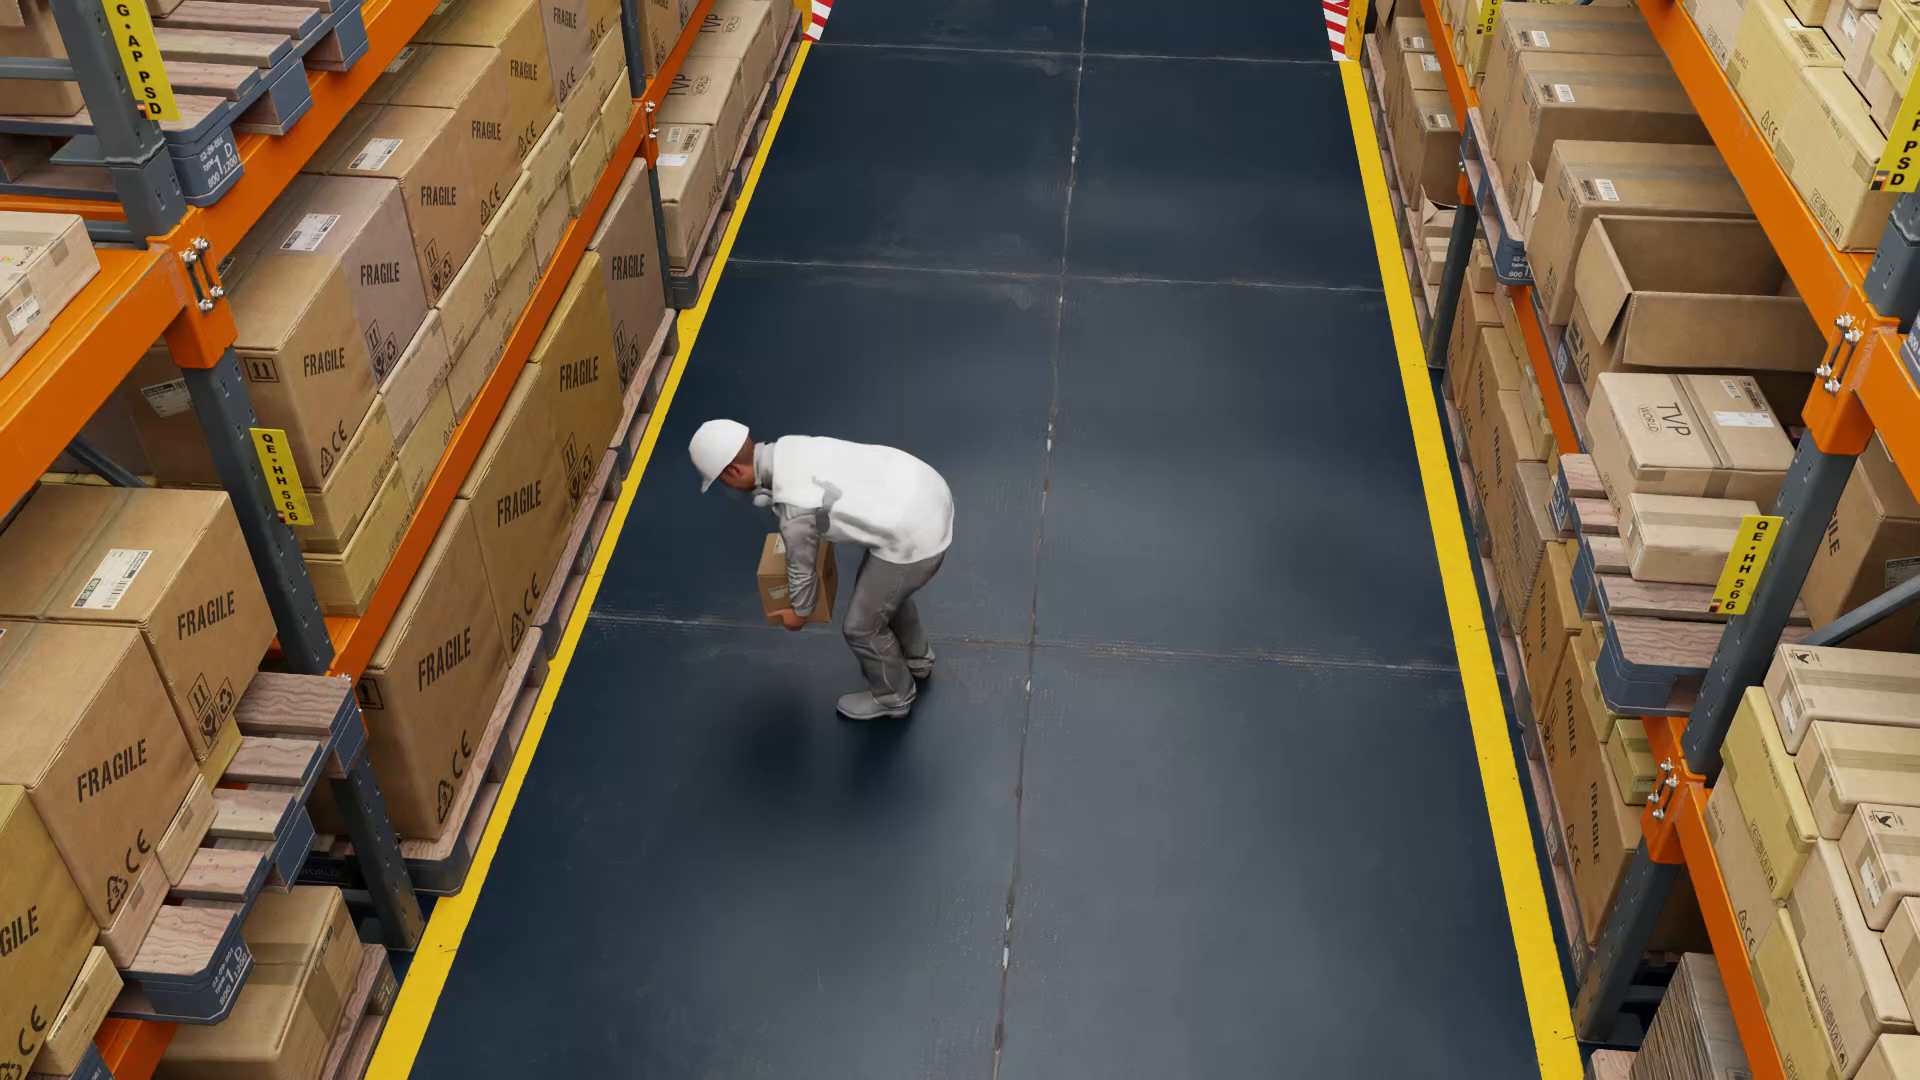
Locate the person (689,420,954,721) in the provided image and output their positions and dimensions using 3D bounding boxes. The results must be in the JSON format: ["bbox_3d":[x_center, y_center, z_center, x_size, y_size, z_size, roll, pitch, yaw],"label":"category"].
[{"bbox_3d":[-0.502,0.105,6.365,0.959,1.321,0.462,2,40,3],"label":"person"}]
